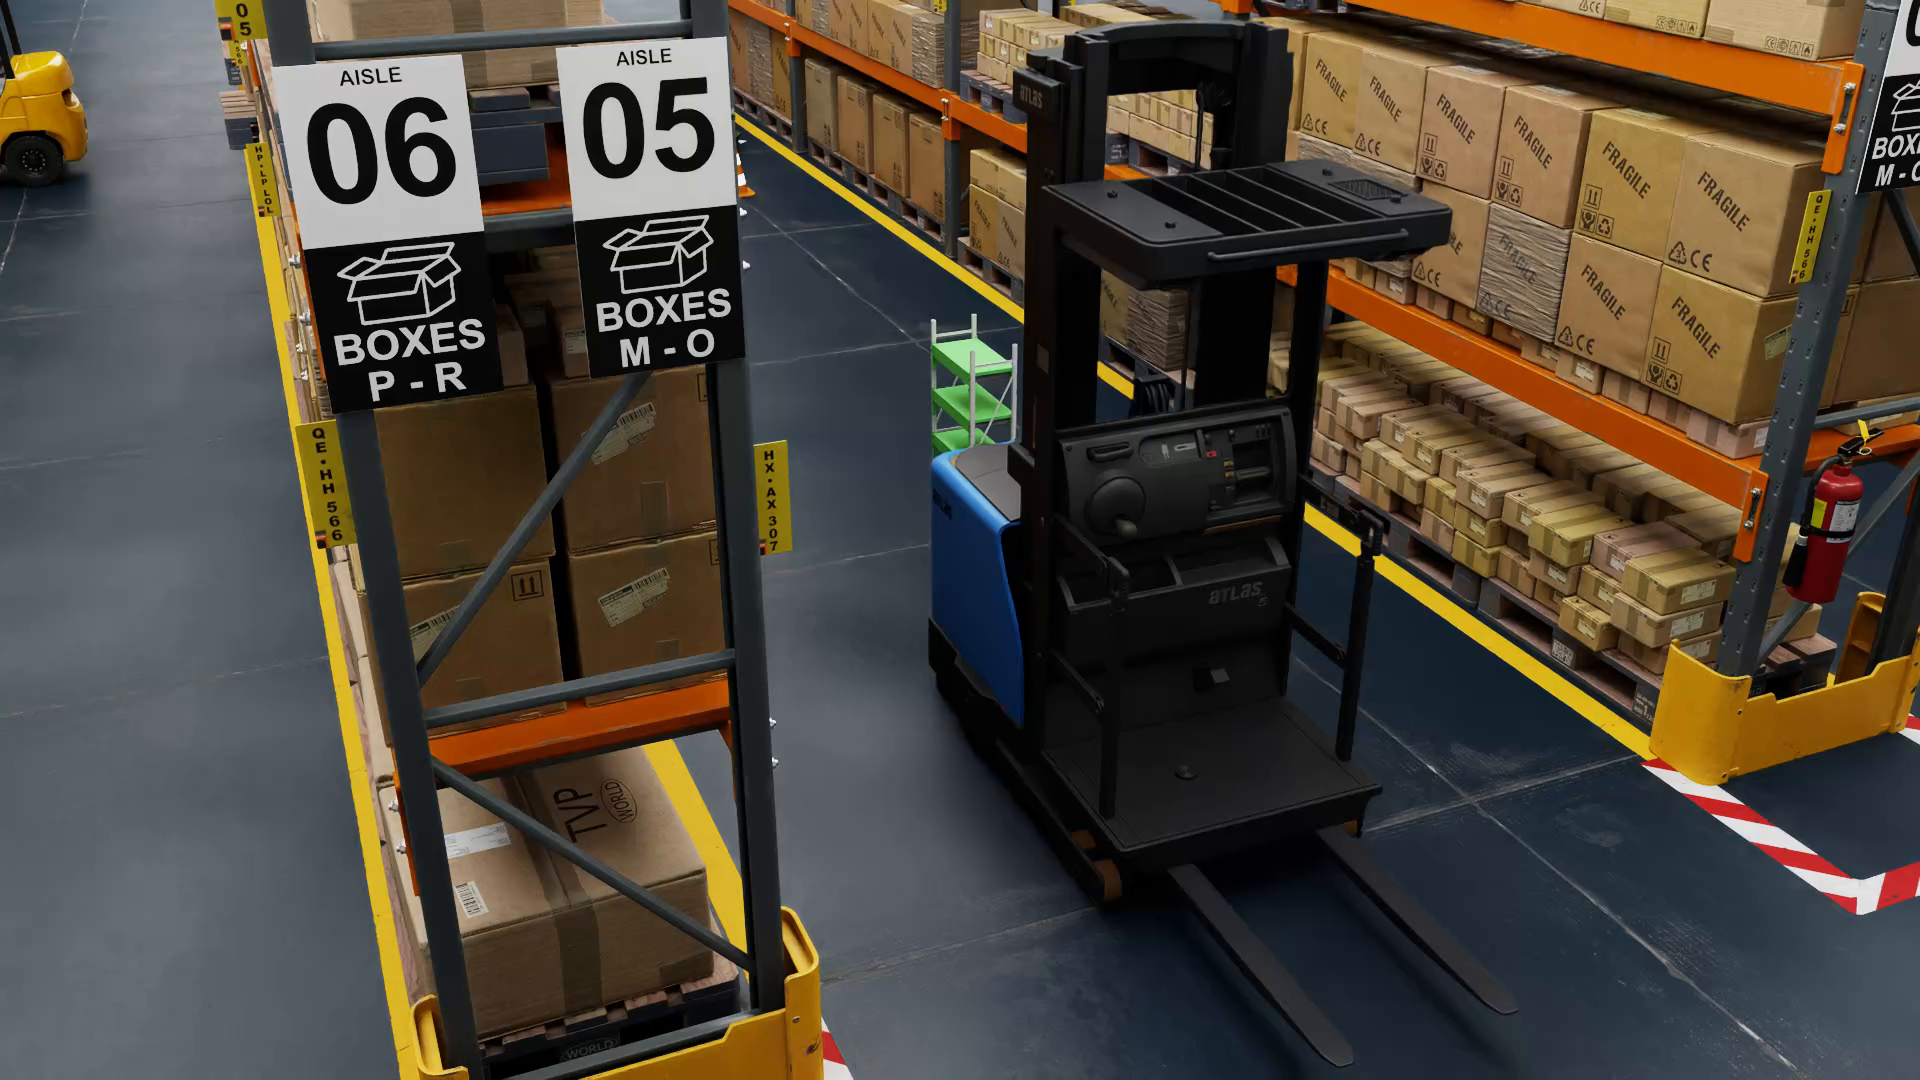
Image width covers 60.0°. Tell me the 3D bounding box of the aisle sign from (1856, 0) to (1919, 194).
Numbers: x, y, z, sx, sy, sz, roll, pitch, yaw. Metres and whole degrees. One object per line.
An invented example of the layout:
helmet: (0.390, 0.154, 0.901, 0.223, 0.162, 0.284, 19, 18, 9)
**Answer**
aisle sign: (3.248, -1.572, 5.587, 0.394, 0.787, 0.004, -11, 28, -21)

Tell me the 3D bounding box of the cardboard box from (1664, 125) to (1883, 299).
cardboard box: (3.087, -1.254, 6.308, 0.500, 0.500, 0.500, -11, 28, -22)

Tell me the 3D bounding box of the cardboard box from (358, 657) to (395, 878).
cardboard box: (-1.737, 0.752, 6.232, 0.875, 0.438, 0.875, -10, 28, -19)

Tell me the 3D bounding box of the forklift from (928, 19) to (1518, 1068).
forklift: (0.880, -0.202, 5.824, 1.130, 2.935, 3.031, -10, 28, -20)

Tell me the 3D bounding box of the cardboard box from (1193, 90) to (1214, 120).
cardboard box: (1.592, -2.571, 9.726, 0.380, 0.149, 0.250, -9, 28, -18)

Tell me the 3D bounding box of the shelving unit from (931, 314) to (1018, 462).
shelving unit: (0.065, -0.472, 8.350, 0.258, 1.200, 0.503, -11, 28, -21)

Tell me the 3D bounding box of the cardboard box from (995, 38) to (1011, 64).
cardboard box: (0.475, -3.585, 12.142, 0.380, 0.149, 0.250, -9, 27, -18)

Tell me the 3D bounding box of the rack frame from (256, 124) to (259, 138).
rack frame: (-5.719, -4.438, 14.420, 1.000, 3.000, 0.127, -11, 28, -21)

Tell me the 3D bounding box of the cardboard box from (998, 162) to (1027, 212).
cardboard box: (0.608, -2.592, 12.155, 0.500, 0.250, 0.500, -11, 28, -21)

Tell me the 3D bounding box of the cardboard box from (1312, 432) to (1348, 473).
cardboard box: (2.170, -0.512, 9.150, 0.380, 0.149, 0.250, -11, 28, -22)

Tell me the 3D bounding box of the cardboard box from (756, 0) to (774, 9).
cardboard box: (-1.596, -5.761, 16.960, 0.875, 0.550, 0.550, -11, 28, -21)

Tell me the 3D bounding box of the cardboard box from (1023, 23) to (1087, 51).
cardboard box: (0.668, -3.523, 11.675, 0.380, 0.149, 0.250, -12, 28, -23)

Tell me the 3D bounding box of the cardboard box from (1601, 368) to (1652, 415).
cardboard box: (2.932, -0.660, 6.970, 0.380, 0.149, 0.250, -11, 28, -21)

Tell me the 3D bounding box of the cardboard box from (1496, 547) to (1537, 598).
cardboard box: (2.770, 0.126, 7.844, 0.380, 0.149, 0.250, -10, 28, -20)

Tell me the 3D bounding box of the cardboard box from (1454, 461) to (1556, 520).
cardboard box: (2.591, -0.238, 7.911, 0.380, 0.149, 0.250, -10, 28, -19)

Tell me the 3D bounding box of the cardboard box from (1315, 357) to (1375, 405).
cardboard box: (2.071, -0.885, 9.235, 0.380, 0.149, 0.250, -11, 28, -21)

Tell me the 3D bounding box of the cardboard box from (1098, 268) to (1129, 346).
cardboard box: (1.206, -1.627, 11.035, 0.500, 0.500, 0.500, -11, 28, -22)

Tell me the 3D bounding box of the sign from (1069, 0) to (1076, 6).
sign: (0.858, -4.296, 12.900, 0.100, 0.325, 0.005, -11, 28, -21)

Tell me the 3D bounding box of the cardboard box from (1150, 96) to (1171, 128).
cardboard box: (1.392, -2.642, 10.212, 0.380, 0.149, 0.250, -9, 28, -18)

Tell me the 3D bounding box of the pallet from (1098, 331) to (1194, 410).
pallet: (1.622, -1.160, 10.886, 1.003, 0.211, 1.213, -11, 28, -21)

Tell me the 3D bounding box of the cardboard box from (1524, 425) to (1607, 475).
cardboard box: (3.069, -0.457, 8.360, 0.380, 0.149, 0.250, -10, 28, -20)

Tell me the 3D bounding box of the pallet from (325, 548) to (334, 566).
pallet: (-2.958, -0.253, 9.029, 1.003, 0.211, 1.213, -11, 28, -21)

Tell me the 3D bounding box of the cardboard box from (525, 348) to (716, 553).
cardboard box: (-0.946, -0.330, 4.754, 0.500, 0.500, 0.500, -11, 28, -22)

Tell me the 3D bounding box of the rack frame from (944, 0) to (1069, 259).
rack frame: (0.362, -3.714, 12.938, 1.000, 3.000, 0.127, -11, 28, -21)

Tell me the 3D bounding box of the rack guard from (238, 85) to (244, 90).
rack guard: (-7.256, -4.898, 18.213, 1.175, 0.500, 0.348, -11, 28, -21)

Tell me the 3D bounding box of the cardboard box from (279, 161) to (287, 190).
cardboard box: (-2.329, -1.402, 6.210, 0.380, 0.149, 0.250, -11, 28, -22)

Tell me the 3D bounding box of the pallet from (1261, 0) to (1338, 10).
pallet: (3.565, -5.721, 17.266, 1.003, 0.211, 1.213, -11, 28, -21)

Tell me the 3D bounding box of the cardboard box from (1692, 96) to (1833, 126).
cardboard box: (3.360, -1.542, 6.896, 0.500, 0.500, 0.500, -10, 28, -19)

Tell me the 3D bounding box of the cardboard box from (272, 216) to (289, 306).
cardboard box: (-3.959, -1.764, 10.886, 0.875, 0.875, 0.875, -11, 28, -21)

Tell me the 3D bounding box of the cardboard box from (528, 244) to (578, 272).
cardboard box: (-1.069, -0.788, 4.952, 0.380, 0.149, 0.250, -10, 28, -19)

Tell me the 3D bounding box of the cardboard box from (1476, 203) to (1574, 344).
cardboard box: (2.678, -1.212, 7.361, 0.500, 0.500, 0.500, -10, 28, -20)

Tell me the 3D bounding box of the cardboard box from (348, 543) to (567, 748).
cardboard box: (-1.452, 0.213, 4.782, 0.500, 0.500, 0.500, -10, 28, -20)

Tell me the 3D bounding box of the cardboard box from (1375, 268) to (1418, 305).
cardboard box: (2.299, -1.293, 8.265, 0.380, 0.149, 0.250, -9, 28, -18)

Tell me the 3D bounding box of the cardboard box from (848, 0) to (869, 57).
cardboard box: (-0.656, -4.504, 14.443, 0.500, 0.500, 0.500, -10, 28, -20)

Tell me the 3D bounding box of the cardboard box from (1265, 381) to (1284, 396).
cardboard box: (1.958, -0.853, 9.509, 0.380, 0.149, 0.250, -10, 28, -20)

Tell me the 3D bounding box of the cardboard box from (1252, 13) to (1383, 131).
cardboard box: (1.881, -2.503, 8.865, 0.500, 0.500, 0.500, -10, 28, -19)

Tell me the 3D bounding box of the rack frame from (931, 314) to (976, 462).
rack frame: (-0.031, -0.571, 8.552, 0.240, 1.200, 0.015, -11, 28, -21)

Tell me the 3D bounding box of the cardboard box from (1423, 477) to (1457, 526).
cardboard box: (2.523, -0.213, 8.199, 0.380, 0.149, 0.250, -9, 27, -18)

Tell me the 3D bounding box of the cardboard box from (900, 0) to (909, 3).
cardboard box: (-0.207, -4.802, 13.913, 0.700, 0.500, 0.500, -11, 28, -21)

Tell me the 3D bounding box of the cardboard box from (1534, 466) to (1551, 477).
cardboard box: (2.957, -0.301, 8.379, 0.380, 0.149, 0.250, -9, 27, -18)

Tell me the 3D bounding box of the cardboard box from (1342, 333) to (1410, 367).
cardboard box: (2.444, -1.079, 9.634, 0.380, 0.149, 0.250, -10, 28, -20)

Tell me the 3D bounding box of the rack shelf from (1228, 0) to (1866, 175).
rack shelf: (2.712, -2.317, 7.477, 1.077, 0.370, 4.000, -11, 28, -21)

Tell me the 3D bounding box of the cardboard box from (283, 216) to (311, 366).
cardboard box: (-2.045, -0.851, 5.820, 0.500, 0.500, 0.500, -11, 28, -21)

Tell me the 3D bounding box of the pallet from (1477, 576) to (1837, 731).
pallet: (3.180, 0.404, 7.682, 1.003, 0.211, 1.213, -11, 28, -21)

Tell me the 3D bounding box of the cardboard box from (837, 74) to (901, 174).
cardboard box: (-0.504, -3.881, 15.366, 1.050, 0.750, 0.750, -11, 28, -21)

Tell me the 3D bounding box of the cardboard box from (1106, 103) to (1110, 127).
cardboard box: (1.078, -2.827, 10.929, 0.380, 0.149, 0.250, -9, 28, -18)

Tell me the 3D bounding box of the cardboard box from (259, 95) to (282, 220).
cardboard box: (-2.992, -1.839, 7.845, 0.500, 0.500, 0.500, -10, 28, -19)
